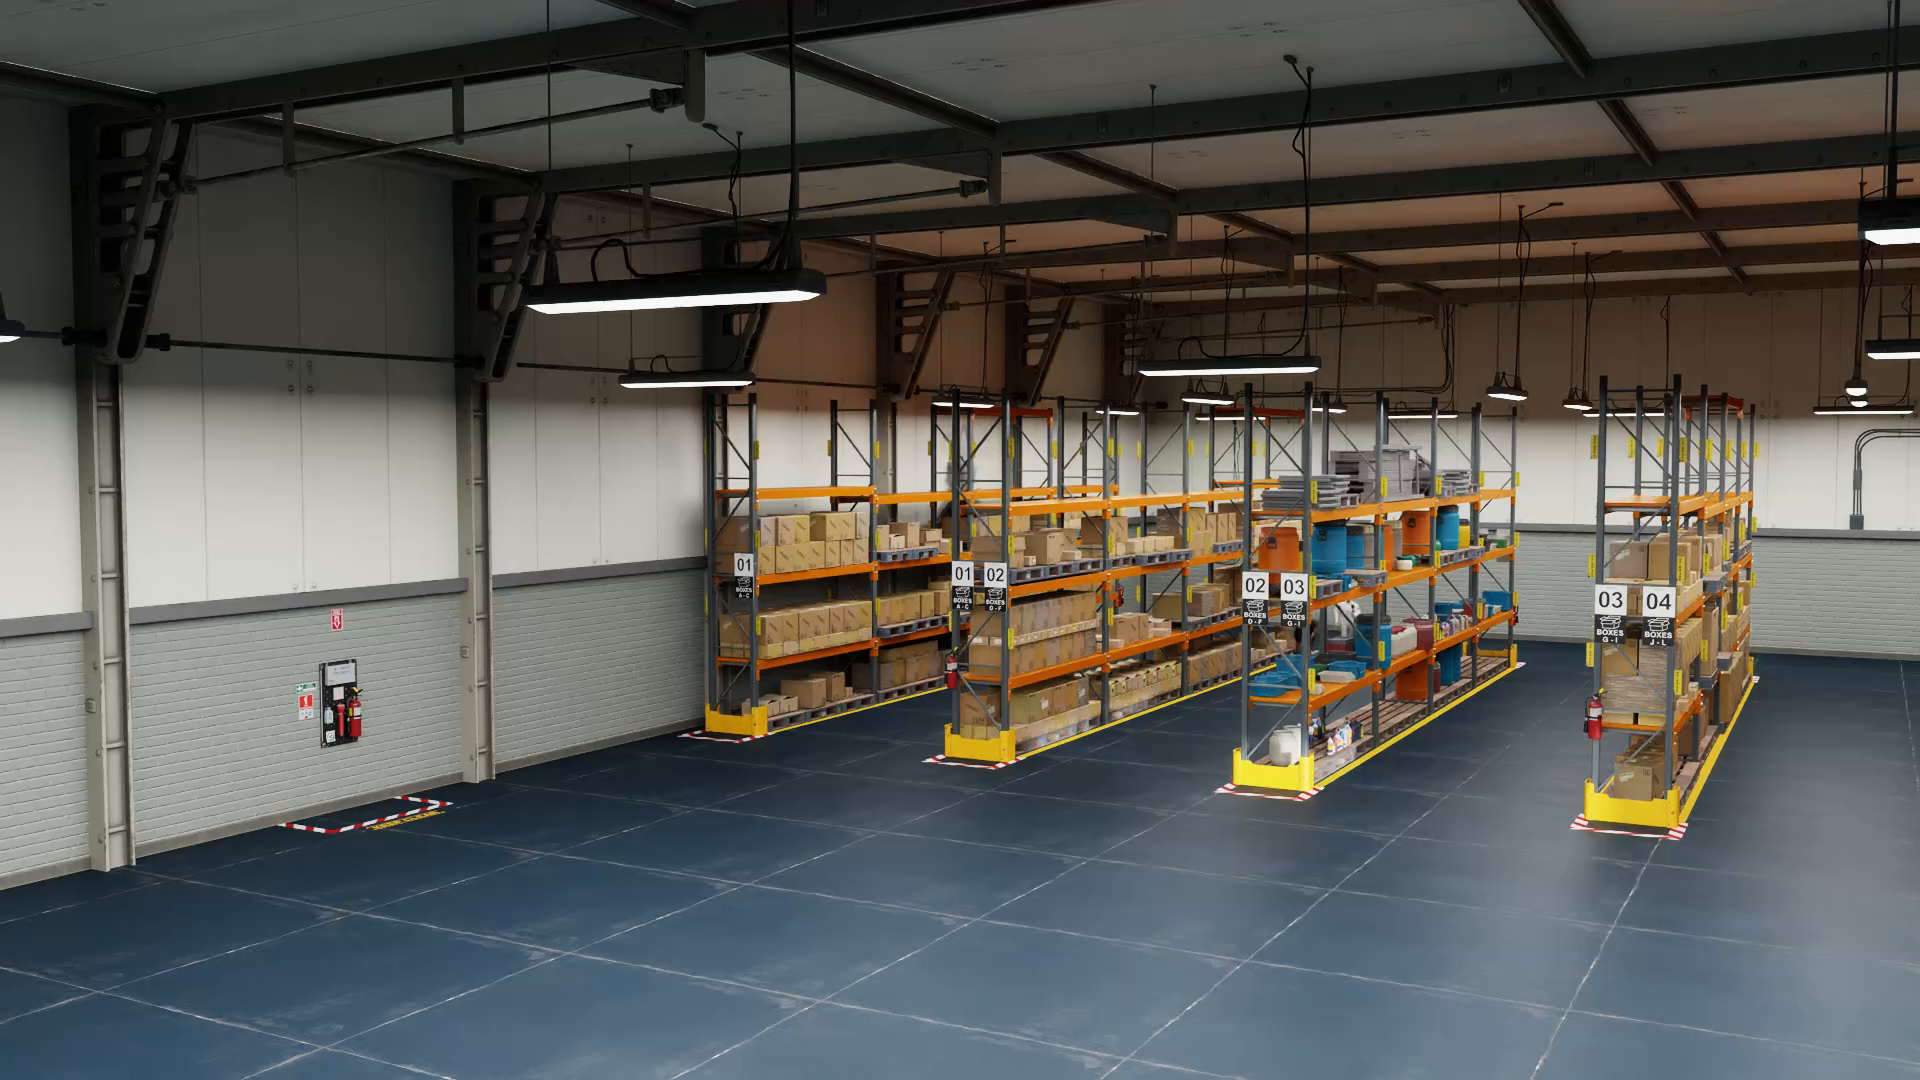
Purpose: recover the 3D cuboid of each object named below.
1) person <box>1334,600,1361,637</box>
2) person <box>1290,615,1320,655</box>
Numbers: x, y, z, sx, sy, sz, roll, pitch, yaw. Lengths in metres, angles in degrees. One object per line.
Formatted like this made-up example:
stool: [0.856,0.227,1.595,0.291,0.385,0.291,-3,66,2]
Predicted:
person: [9.152,2.014,39.233,0.597,1.704,0.918,0,3,7]
person: [7.526,2.240,36.265,0.660,1.673,0.811,1,3,20]
